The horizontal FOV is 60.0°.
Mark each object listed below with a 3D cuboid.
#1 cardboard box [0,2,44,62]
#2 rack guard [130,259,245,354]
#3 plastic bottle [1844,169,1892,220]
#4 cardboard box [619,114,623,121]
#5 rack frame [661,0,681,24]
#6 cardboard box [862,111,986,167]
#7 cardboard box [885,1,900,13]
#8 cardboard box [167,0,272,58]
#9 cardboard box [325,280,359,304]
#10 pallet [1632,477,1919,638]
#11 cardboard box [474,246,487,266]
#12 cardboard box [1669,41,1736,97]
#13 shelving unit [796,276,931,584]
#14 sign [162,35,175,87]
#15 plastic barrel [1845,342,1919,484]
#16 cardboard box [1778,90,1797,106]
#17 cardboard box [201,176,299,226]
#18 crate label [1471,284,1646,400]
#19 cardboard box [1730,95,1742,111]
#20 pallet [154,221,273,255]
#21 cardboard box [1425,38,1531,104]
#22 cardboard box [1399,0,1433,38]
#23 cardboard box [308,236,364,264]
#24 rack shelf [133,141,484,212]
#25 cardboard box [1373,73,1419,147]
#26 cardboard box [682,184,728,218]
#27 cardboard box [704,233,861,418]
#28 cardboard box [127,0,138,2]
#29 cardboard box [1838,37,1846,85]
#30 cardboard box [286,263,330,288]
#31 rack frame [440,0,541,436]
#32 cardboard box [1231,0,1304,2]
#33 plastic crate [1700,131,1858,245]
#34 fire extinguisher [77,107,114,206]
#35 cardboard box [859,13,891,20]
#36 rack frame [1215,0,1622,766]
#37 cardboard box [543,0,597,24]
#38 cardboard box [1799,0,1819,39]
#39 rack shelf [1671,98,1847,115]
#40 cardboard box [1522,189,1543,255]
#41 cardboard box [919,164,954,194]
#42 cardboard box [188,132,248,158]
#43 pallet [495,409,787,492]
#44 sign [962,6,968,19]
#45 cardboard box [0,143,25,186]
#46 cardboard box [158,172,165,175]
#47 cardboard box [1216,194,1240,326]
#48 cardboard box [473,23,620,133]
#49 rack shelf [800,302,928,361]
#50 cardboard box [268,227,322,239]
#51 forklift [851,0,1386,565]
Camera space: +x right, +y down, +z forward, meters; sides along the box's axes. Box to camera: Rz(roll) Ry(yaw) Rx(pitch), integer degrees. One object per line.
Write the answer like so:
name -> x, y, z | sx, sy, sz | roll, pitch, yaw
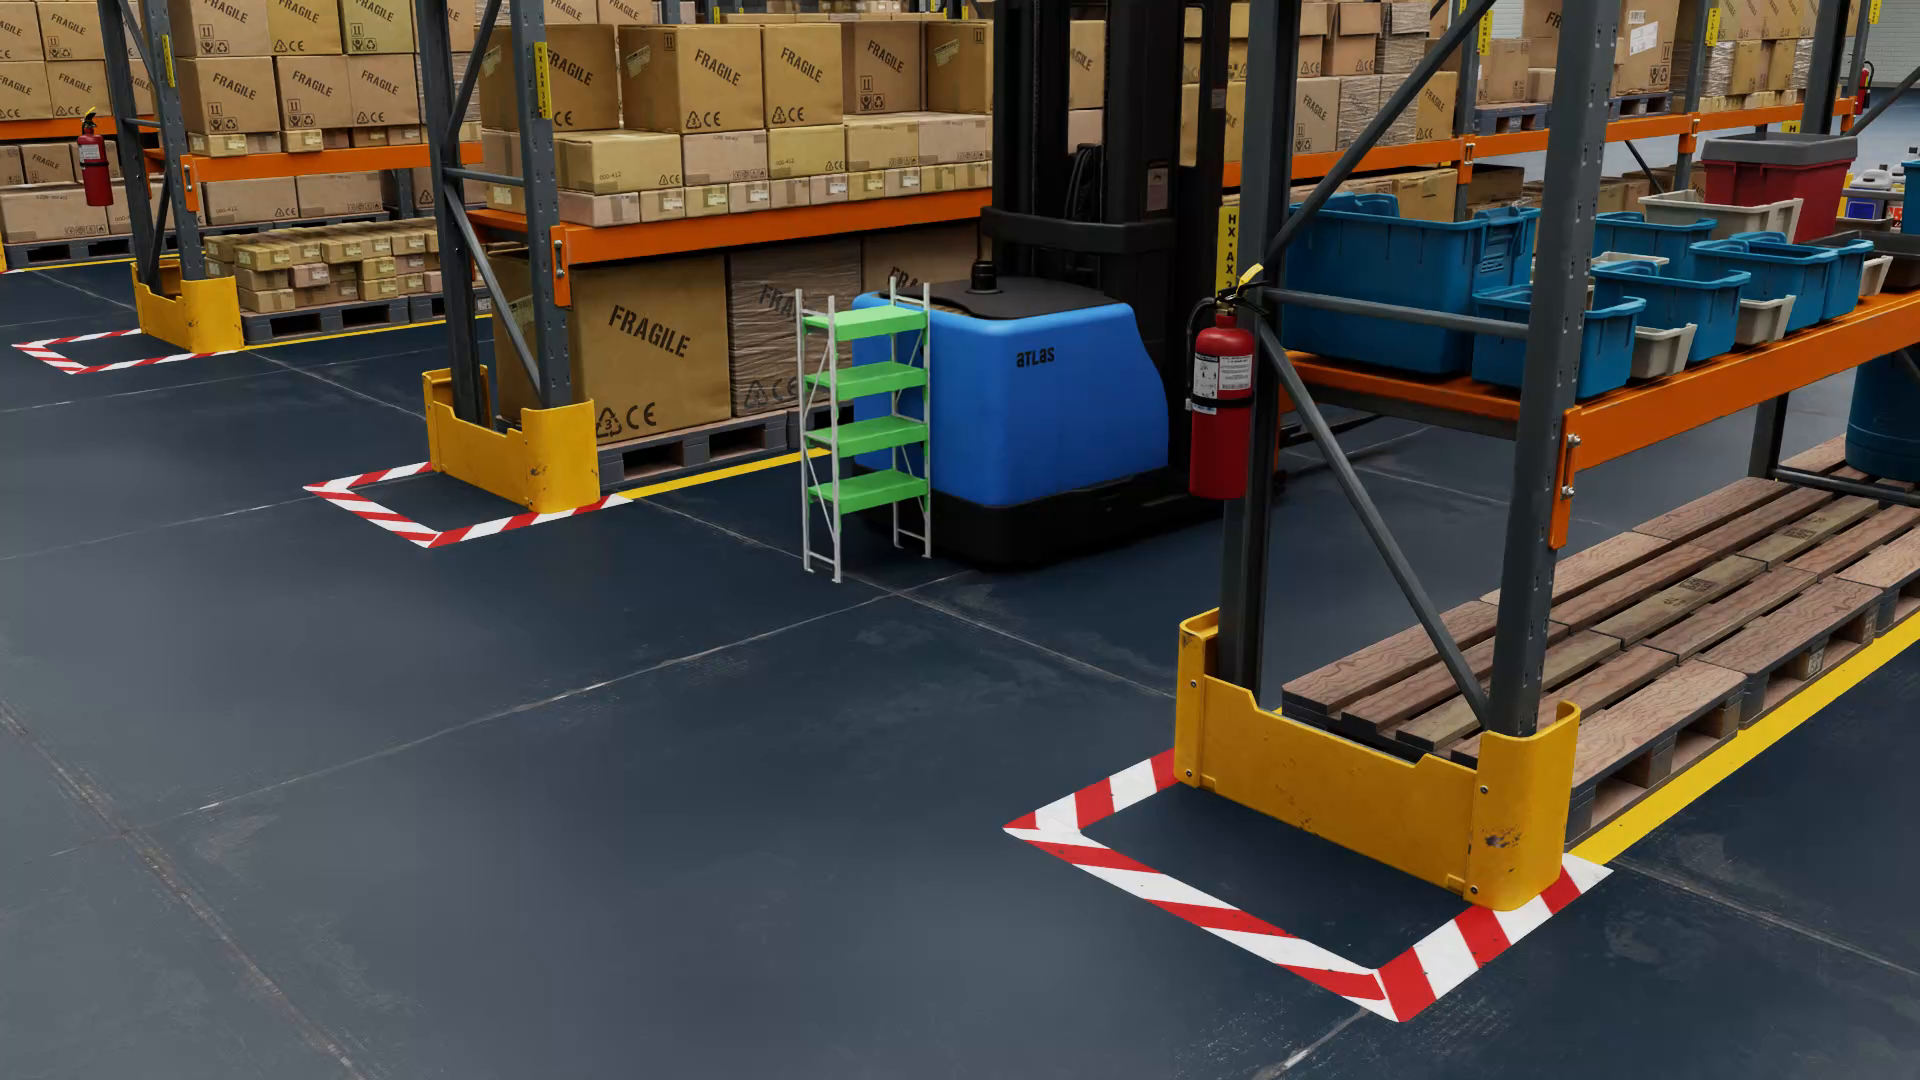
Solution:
cardboard box -> -8.490, -4.495, 14.703 | 0.500, 0.500, 0.500 | -17, 25, -42
rack guard -> -5.505, -1.673, 11.836 | 0.348, 0.500, 1.175 | -16, 24, -41
plastic bottle -> 4.147, -1.548, 7.597 | 0.135, 0.276, 0.152 | -16, 24, -41
cardboard box -> -2.813, -3.383, 13.461 | 0.250, 0.149, 0.380 | -17, 25, -42
rack frame -> -2.654, -3.694, 14.015 | 0.127, 3.000, 1.000 | -16, 24, -41
cardboard box -> -0.205, -2.260, 9.354 | 0.500, 0.250, 0.500 | -16, 24, -40
cardboard box -> -0.988, -6.877, 21.455 | 0.380, 0.149, 0.250 | 17, 25, 42
cardboard box -> -5.052, -3.547, 11.295 | 0.500, 0.500, 0.500 | -16, 24, -41
cardboard box -> -4.650, -1.857, 12.291 | 0.250, 0.149, 0.380 | -16, 24, -40
pallet -> 3.576, 0.040, 7.020 | 1.213, 0.211, 1.003 | -16, 24, -41
cardboard box -> -3.888, -2.232, 12.963 | 0.250, 0.149, 0.380 | -15, 23, -38
cardboard box -> 6.863, -4.527, 15.939 | 0.500, 0.500, 0.875 | -16, 24, -41
shelving unit -> -0.396, -0.466, 6.978 | 0.503, 1.200, 0.258 | -15, 23, -38
sign -> -5.188, -3.137, 10.892 | 0.005, 0.325, 0.100 | -16, 24, -41
plastic barrel -> 4.490, -0.764, 7.700 | 0.708, 0.901, 0.600 | -16, 24, -41
cardboard box -> 8.317, -4.536, 17.020 | 0.250, 0.149, 0.380 | -16, 24, -41
cardboard box -> -7.308, -3.464, 16.779 | 0.875, 0.438, 0.875 | 17, 25, 42
crate label -> 1.582, -0.531, 4.433 | 0.303, 0.233, 0.416 | -16, 24, -41
cardboard box -> 7.384, -4.279, 16.227 | 0.250, 0.149, 0.380 | -16, 24, -41
pallet -> -7.621, -3.052, 16.556 | 1.213, 0.211, 1.003 | -16, 24, -41
cardboard box -> 4.289, -3.920, 13.869 | 0.500, 0.500, 0.700 | -12, 22, -33
cardboard box -> 5.433, -6.615, 21.029 | 0.550, 0.550, 0.875 | -16, 24, -41
cardboard box -> -4.558, -2.118, 12.131 | 0.250, 0.149, 0.380 | -16, 24, -41
rack shelf -> -4.107, -2.928, 12.819 | 4.000, 0.370, 1.077 | -16, 24, -41
cardboard box -> 3.032, -3.192, 12.304 | 0.500, 0.500, 0.500 | -17, 24, -41
cardboard box -> -1.370, -1.704, 8.285 | 0.250, 0.149, 0.380 | -17, 25, -42
cardboard box -> -1.155, -1.249, 9.237 | 0.875, 0.875, 0.875 | -16, 24, -41
cardboard box -> -7.634, -5.051, 15.365 | 0.250, 0.149, 0.380 | -16, 24, -40
cardboard box -> 8.981, -5.183, 17.961 | 0.500, 0.500, 0.875 | -16, 24, -41
cardboard box -> -4.766, -1.930, 12.034 | 0.250, 0.149, 0.380 | -16, 24, -41
rack frame -> -2.228, -1.714, 7.908 | 0.053, 2.616, 0.949 | -16, 24, -41
cardboard box -> 3.451, -6.045, 19.271 | 0.550, 0.550, 0.875 | -16, 24, -41
plastic crate -> 3.262, -1.377, 6.668 | 0.583, 0.464, 0.402 | -16, 24, -41
fire extinguisher -> -6.061, -2.682, 11.624 | 0.183, 0.674, 0.296 | -16, 24, -41
cardboard box -> -1.232, -6.503, 21.354 | 0.500, 0.500, 0.500 | -15, 23, -39
rack frame -> 1.177, -0.604, 4.483 | 0.127, 3.000, 1.000 | -16, 24, -41
cardboard box -> -3.182, -4.088, 12.963 | 0.500, 0.500, 0.500 | 17, 25, 42
cardboard box -> 8.445, -5.384, 16.961 | 0.500, 0.500, 0.500 | -16, 24, -41
rack shelf -> 7.946, -4.431, 17.137 | 3.809, 0.124, 0.919 | -16, 24, -41
cardboard box -> 4.861, -2.817, 14.651 | 0.500, 0.500, 0.700 | -14, 23, -36
cardboard box -> -0.250, -2.031, 9.293 | 0.250, 0.149, 0.380 | -17, 24, -42
cardboard box -> -5.100, -2.722, 11.424 | 0.250, 0.149, 0.380 | -17, 24, -41
pallet -> -1.699, -0.574, 8.913 | 1.213, 0.211, 1.003 | -16, 24, -41
sign -> 0.068, -6.904, 22.039 | 0.005, 0.325, 0.100 | -16, 24, -41
cardboard box -> -11.290, -4.337, 19.371 | 0.500, 0.500, 0.700 | -15, 23, -39
cardboard box -> -9.744, -4.553, 20.606 | 0.380, 0.149, 0.250 | 17, 25, 42
cardboard box -> 1.132, -1.890, 11.215 | 0.875, 0.875, 1.225 | -16, 24, -41
cardboard box -> -2.053, -2.303, 8.268 | 0.500, 0.500, 0.500 | -16, 24, -40
rack shelf -> -0.396, -0.862, 6.849 | 0.480, 0.148, 0.258 | -15, 23, -38
cardboard box -> -5.027, -2.266, 12.586 | 0.250, 0.149, 0.380 | -17, 25, -42
forklift -> 0.948, -1.647, 7.812 | 3.031, 2.935, 1.130 | -15, 23, -38
